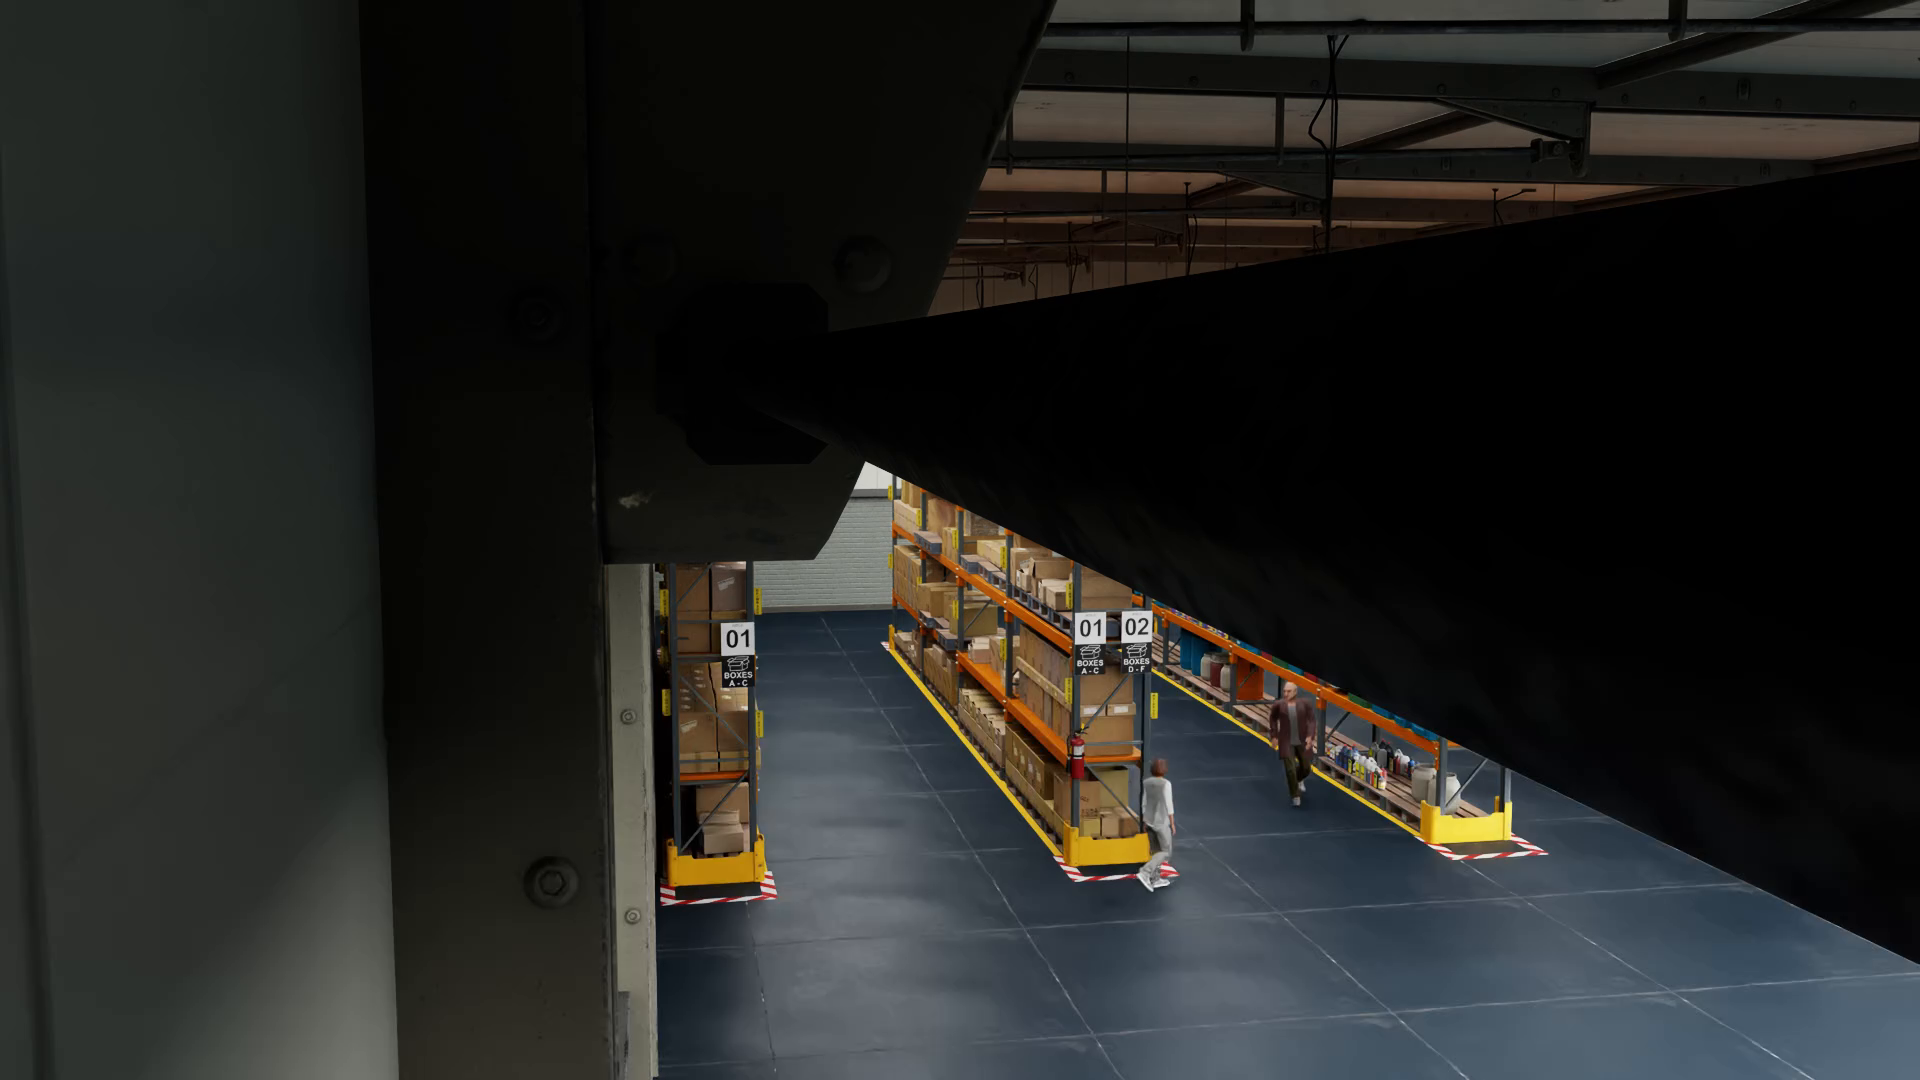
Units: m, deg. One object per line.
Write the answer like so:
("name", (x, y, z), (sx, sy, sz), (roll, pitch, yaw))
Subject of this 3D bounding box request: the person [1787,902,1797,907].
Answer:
("person", (9.734, 3.401, 19.538), (0.478, 1.614, 0.911), (5, 8, 40))

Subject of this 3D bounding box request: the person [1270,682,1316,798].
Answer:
("person", (4.775, 2.852, 23.865), (0.635, 1.672, 0.659), (0, 6, 4))

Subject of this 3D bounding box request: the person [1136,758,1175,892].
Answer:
("person", (2.298, 3.393, 19.774), (0.634, 1.593, 0.435), (-5, 8, -37))
